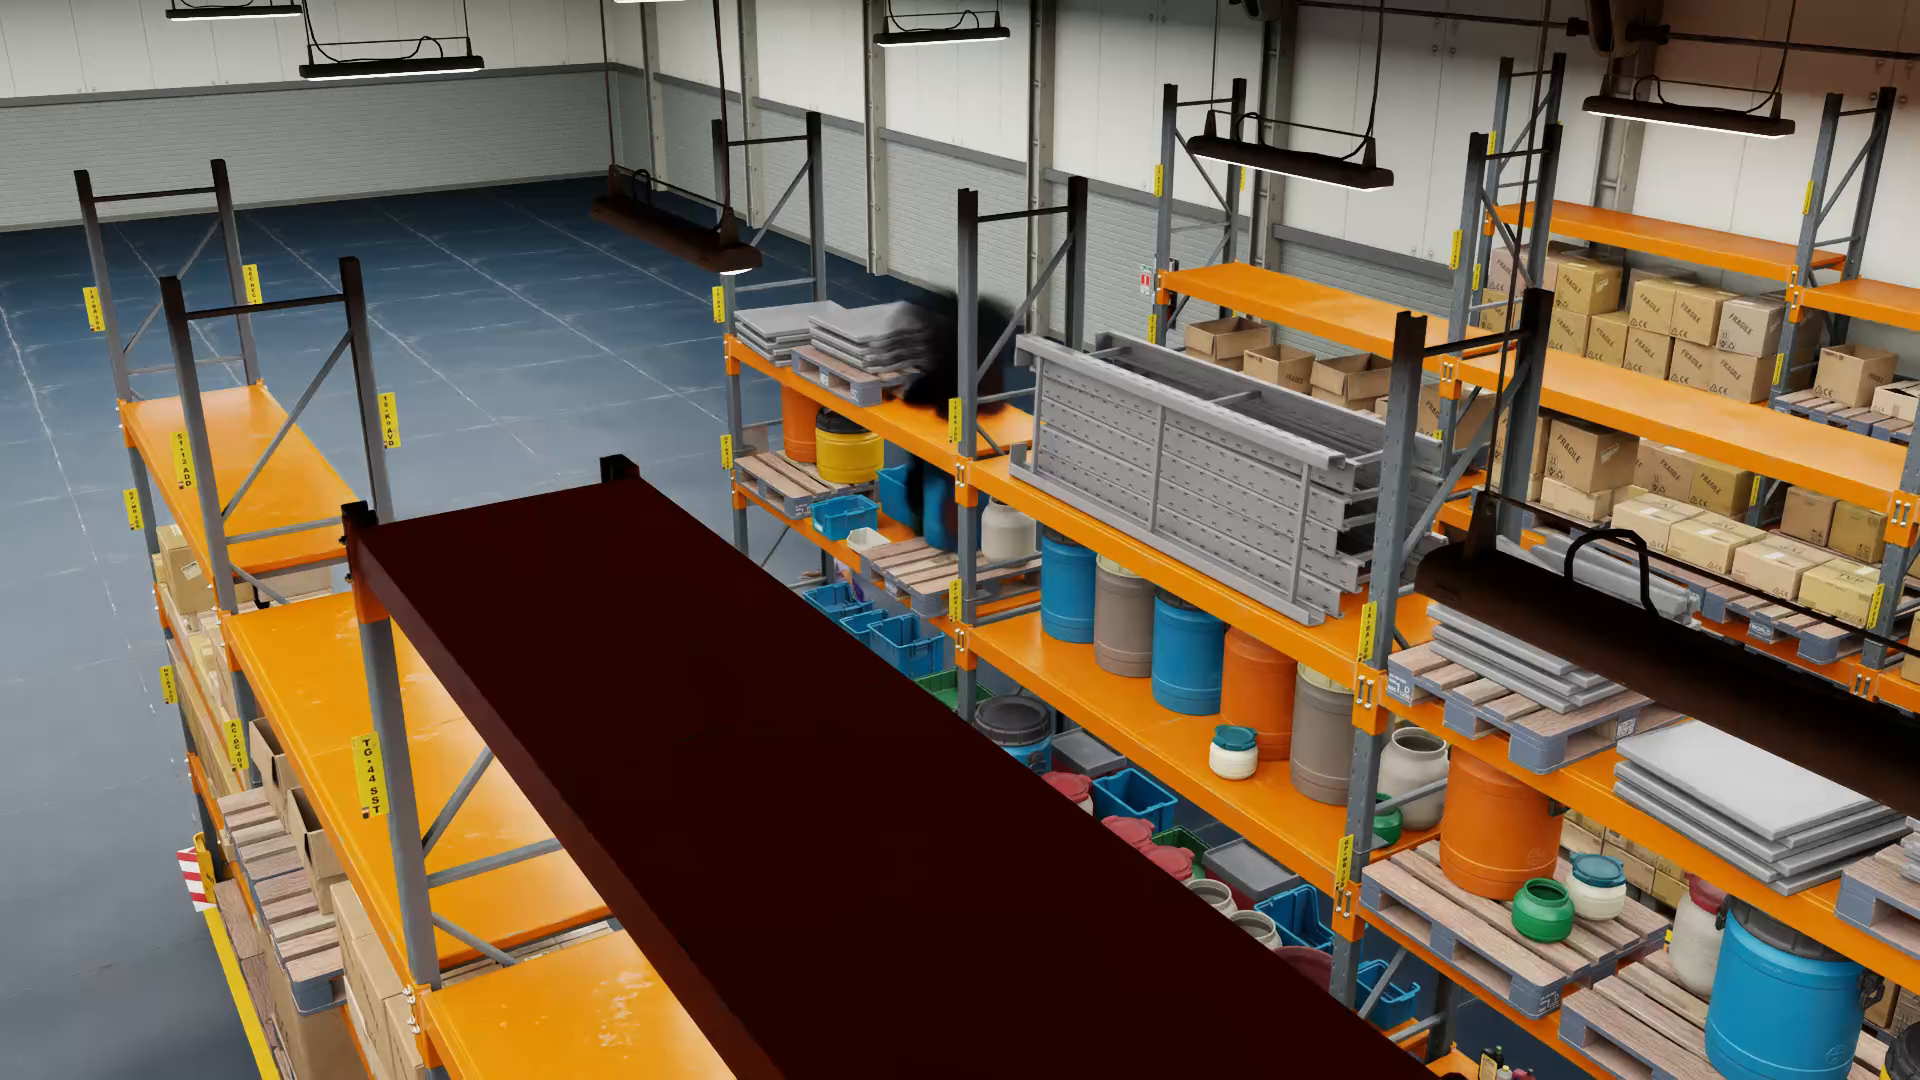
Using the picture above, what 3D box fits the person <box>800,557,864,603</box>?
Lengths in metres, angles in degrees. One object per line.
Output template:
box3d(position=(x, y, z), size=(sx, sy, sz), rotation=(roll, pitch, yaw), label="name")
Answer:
box3d(position=(-1.319, 0.589, 17.616), size=(0.916, 1.492, 0.553), rotation=(7, 23, 17), label="person")
